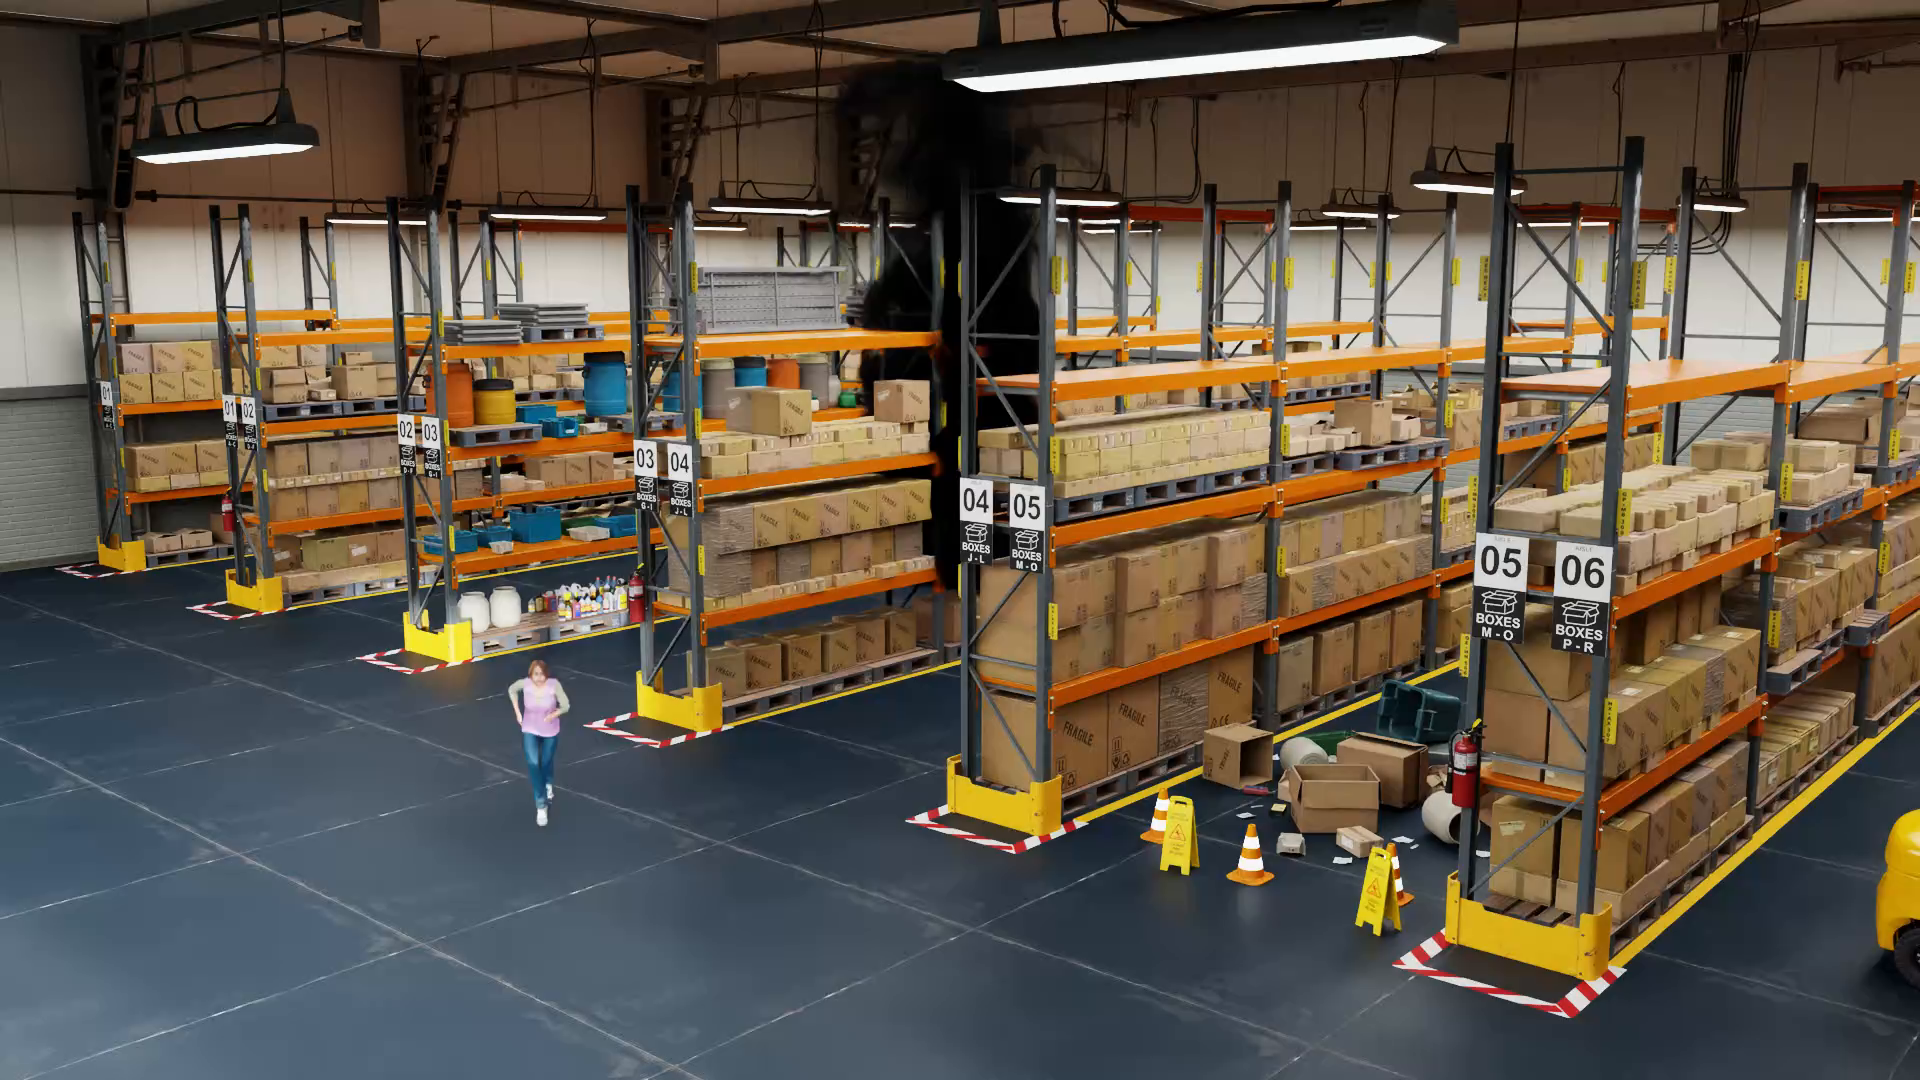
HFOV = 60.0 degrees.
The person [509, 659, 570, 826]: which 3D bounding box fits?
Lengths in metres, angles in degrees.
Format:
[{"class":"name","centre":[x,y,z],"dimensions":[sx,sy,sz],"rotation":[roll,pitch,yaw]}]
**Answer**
[{"class":"person","centre":[-3.948,1.838,15.672],"dimensions":[0.555,1.591,0.871],"rotation":[-2,10,-14]}]

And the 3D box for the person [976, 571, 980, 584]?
[{"class":"person","centre":[0.377,0.038,25.731],"dimensions":[0.680,1.751,0.696],"rotation":[5,11,28]}]
